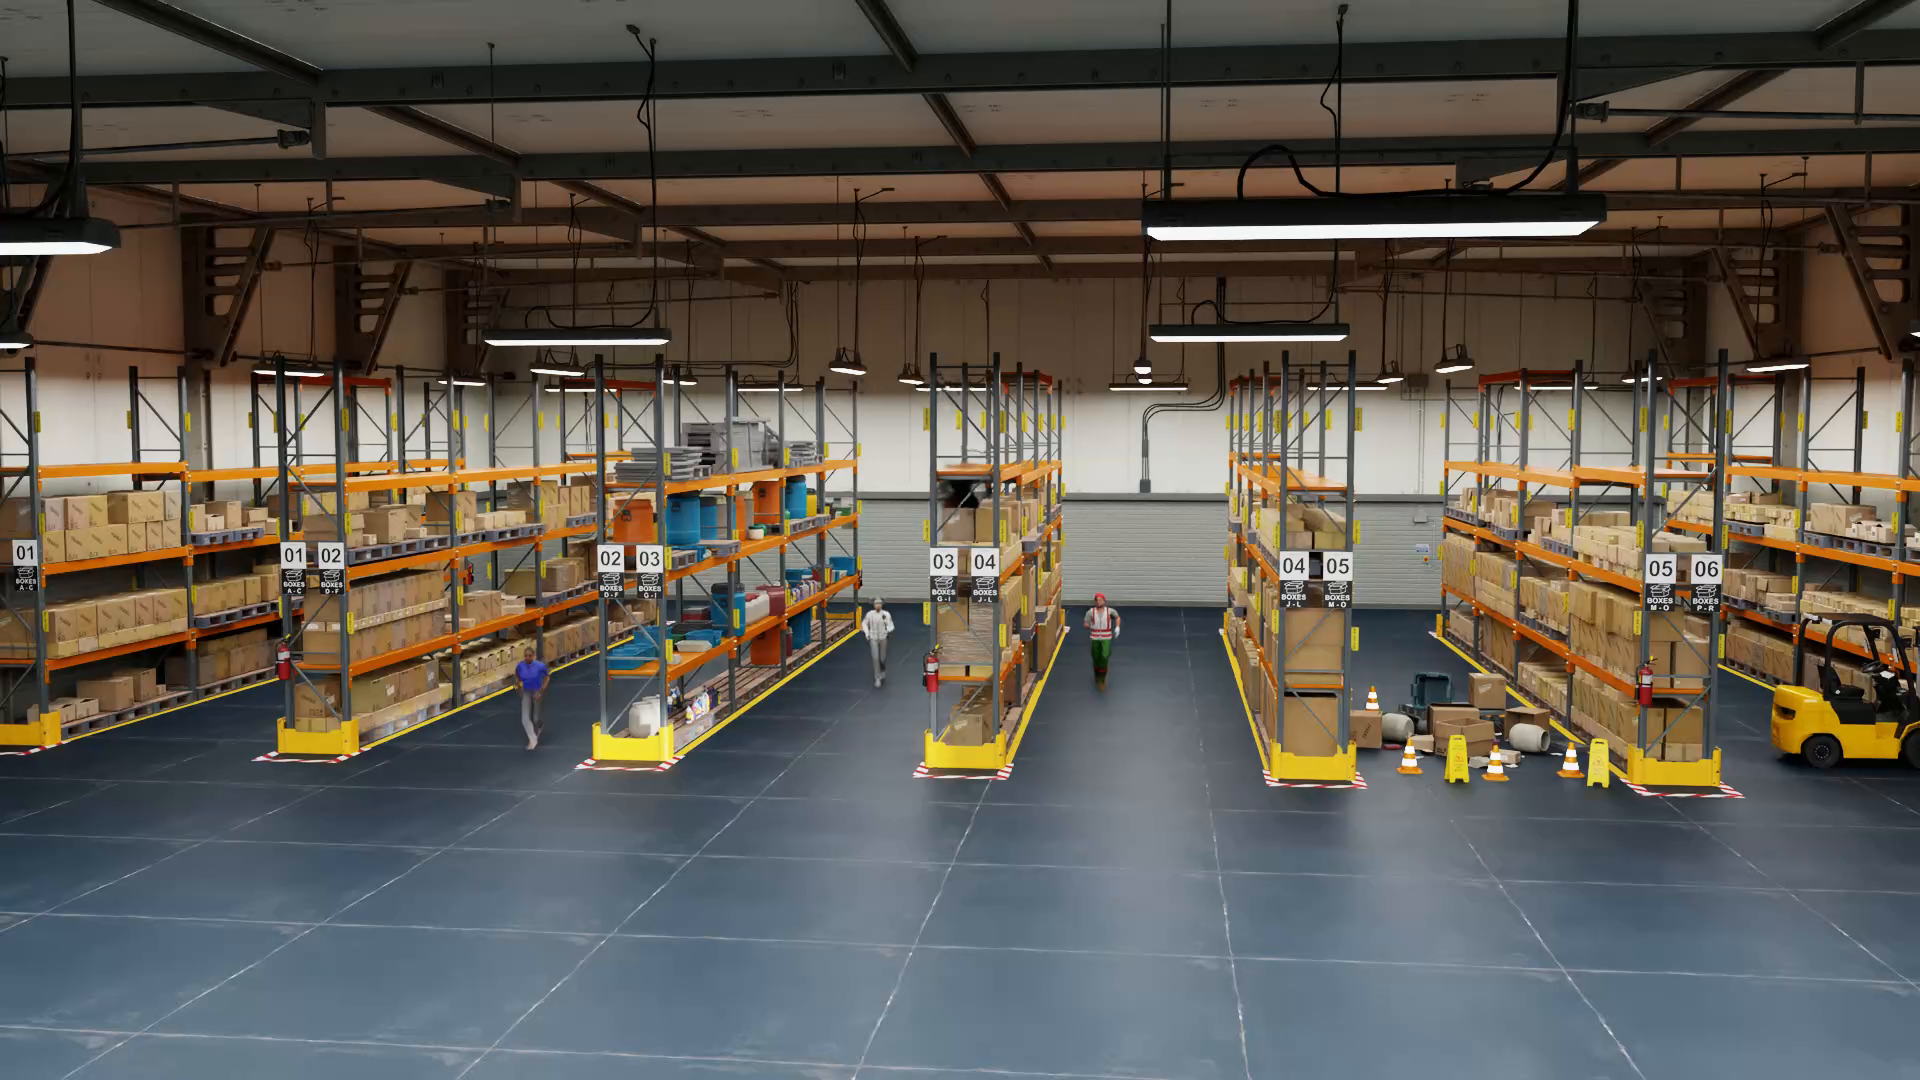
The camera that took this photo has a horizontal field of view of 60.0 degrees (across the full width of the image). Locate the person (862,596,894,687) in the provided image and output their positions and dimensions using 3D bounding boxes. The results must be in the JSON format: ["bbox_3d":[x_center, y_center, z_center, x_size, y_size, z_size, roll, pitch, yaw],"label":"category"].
[{"bbox_3d":[-1.566,1.915,31.782,0.620,1.701,0.753,0,4,-3],"label":"person"}]

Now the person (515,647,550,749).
[{"bbox_3d":[-6.587,2.416,25.720,0.544,1.589,0.811,0,4,-1],"label":"person"}]

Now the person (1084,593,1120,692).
[{"bbox_3d":[2.656,1.893,31.319,0.667,1.793,0.914,1,4,11],"label":"person"}]
